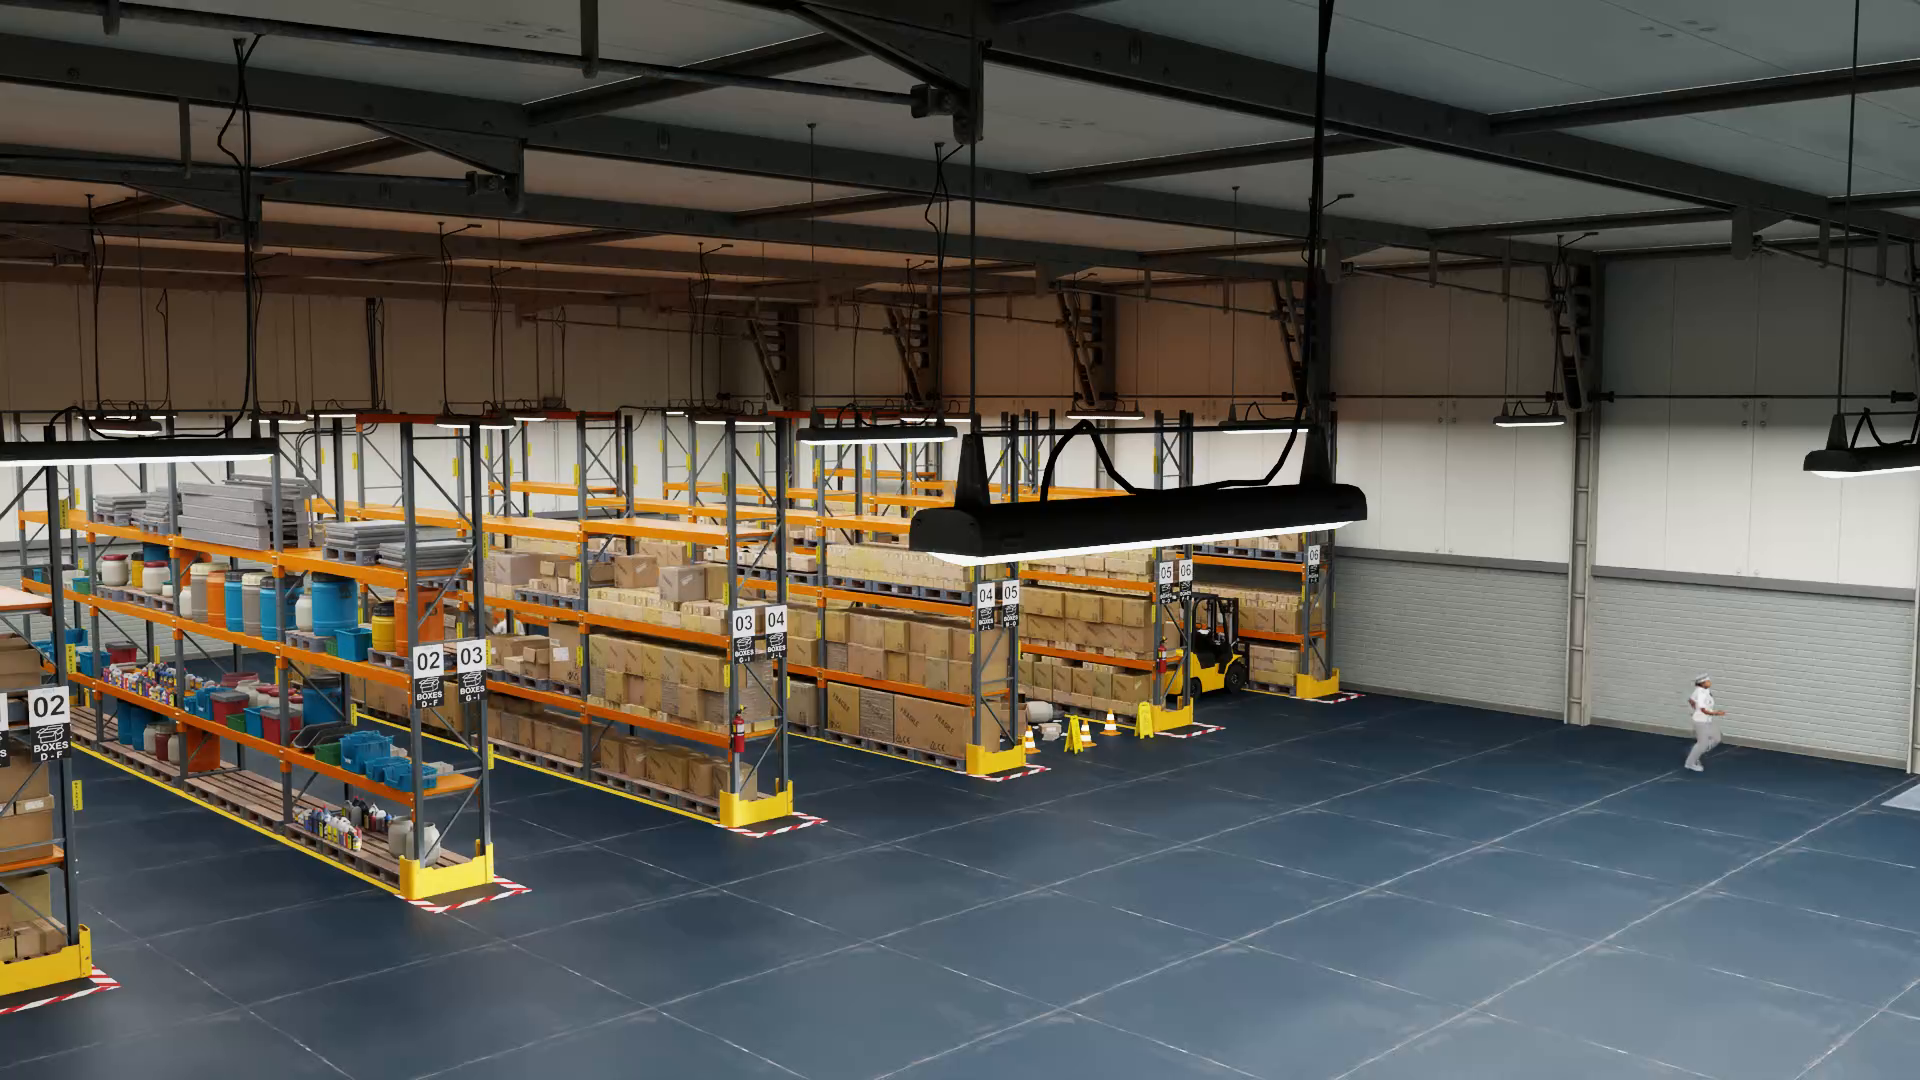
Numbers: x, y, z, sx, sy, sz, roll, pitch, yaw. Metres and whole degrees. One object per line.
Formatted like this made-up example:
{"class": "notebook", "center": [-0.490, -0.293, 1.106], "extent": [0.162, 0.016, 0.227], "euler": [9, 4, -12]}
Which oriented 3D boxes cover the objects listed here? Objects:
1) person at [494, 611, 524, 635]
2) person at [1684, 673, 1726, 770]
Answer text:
{"class": "person", "center": [-9.716, 2.346, 35.946], "extent": [0.711, 1.728, 0.731], "euler": [-4, 7, -41]}
{"class": "person", "center": [12.585, 3.058, 28.062], "extent": [0.603, 1.662, 0.556], "euler": [2, 6, 27]}
